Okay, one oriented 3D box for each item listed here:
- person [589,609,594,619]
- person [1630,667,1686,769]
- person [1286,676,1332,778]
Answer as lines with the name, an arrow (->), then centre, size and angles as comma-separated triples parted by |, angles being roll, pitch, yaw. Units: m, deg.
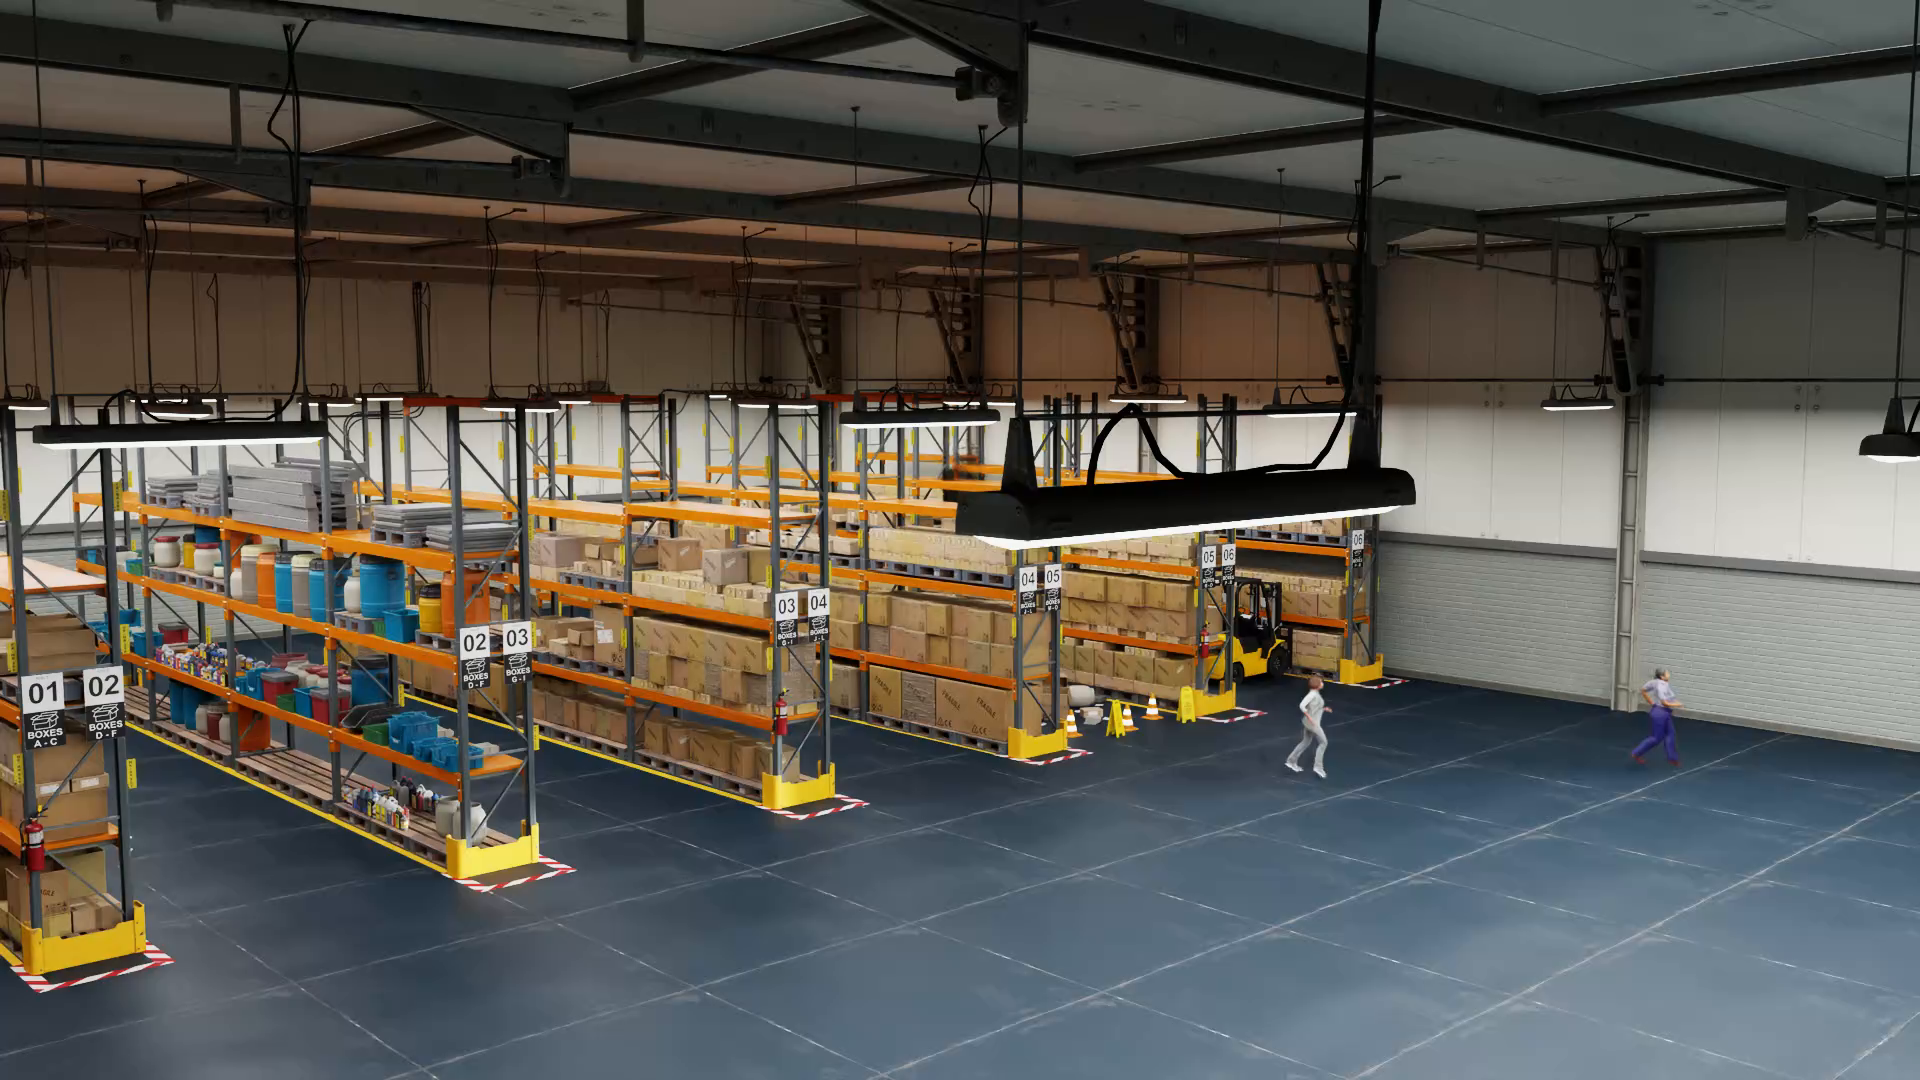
person -> -9.087, 1.397, 41.942 | 1.006, 1.826, 0.728 | -5, 7, -42
person -> 11.384, 2.901, 27.064 | 0.898, 1.679, 0.614 | 1, 6, 11
person -> 5.579, 2.973, 26.554 | 0.712, 1.639, 0.523 | 1, 6, 7
